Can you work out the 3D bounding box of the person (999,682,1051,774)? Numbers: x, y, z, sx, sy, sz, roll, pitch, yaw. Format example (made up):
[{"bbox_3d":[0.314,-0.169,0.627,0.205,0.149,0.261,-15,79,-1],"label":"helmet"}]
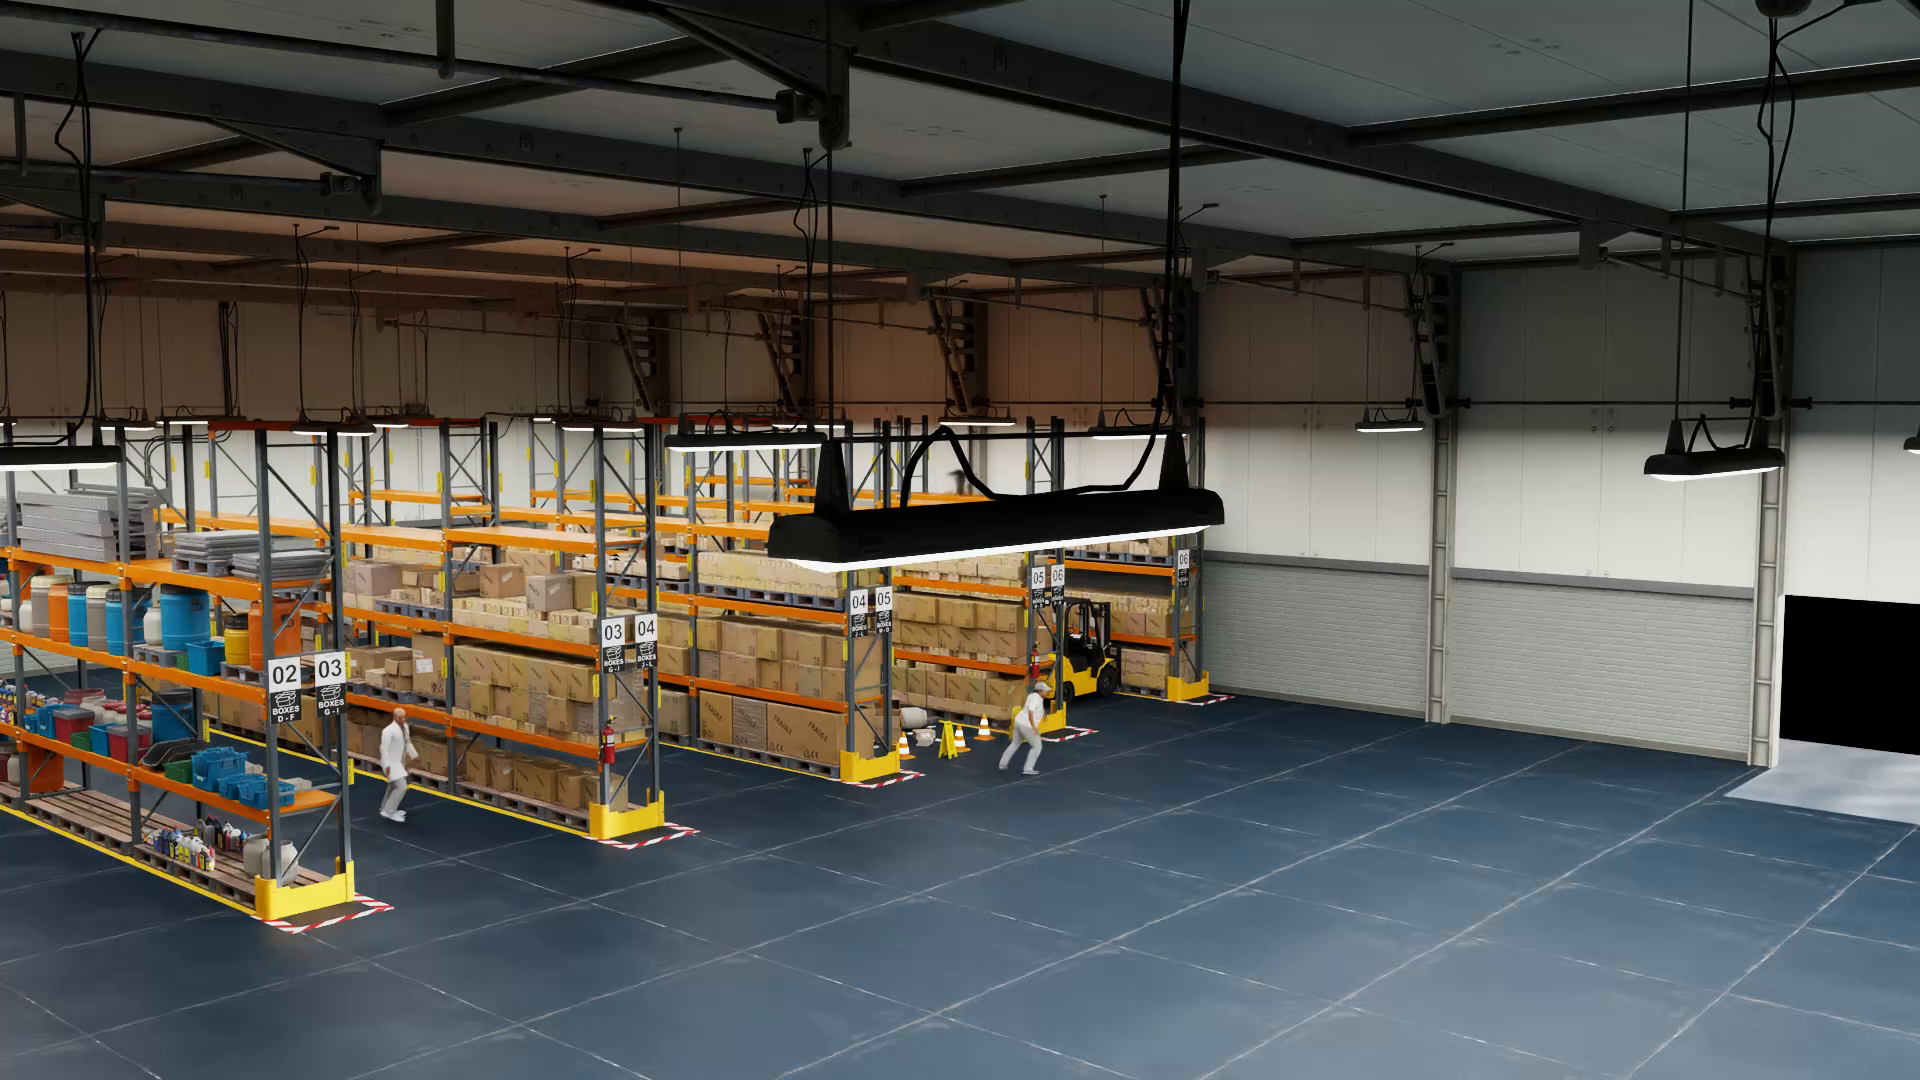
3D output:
[{"bbox_3d":[1.111,3.203,28.345,0.861,1.586,0.663,-2,5,-23],"label":"person"}]

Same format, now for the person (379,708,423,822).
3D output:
[{"bbox_3d":[-8.519,3.380,25.097,0.689,1.752,0.632,0,5,3],"label":"person"}]
